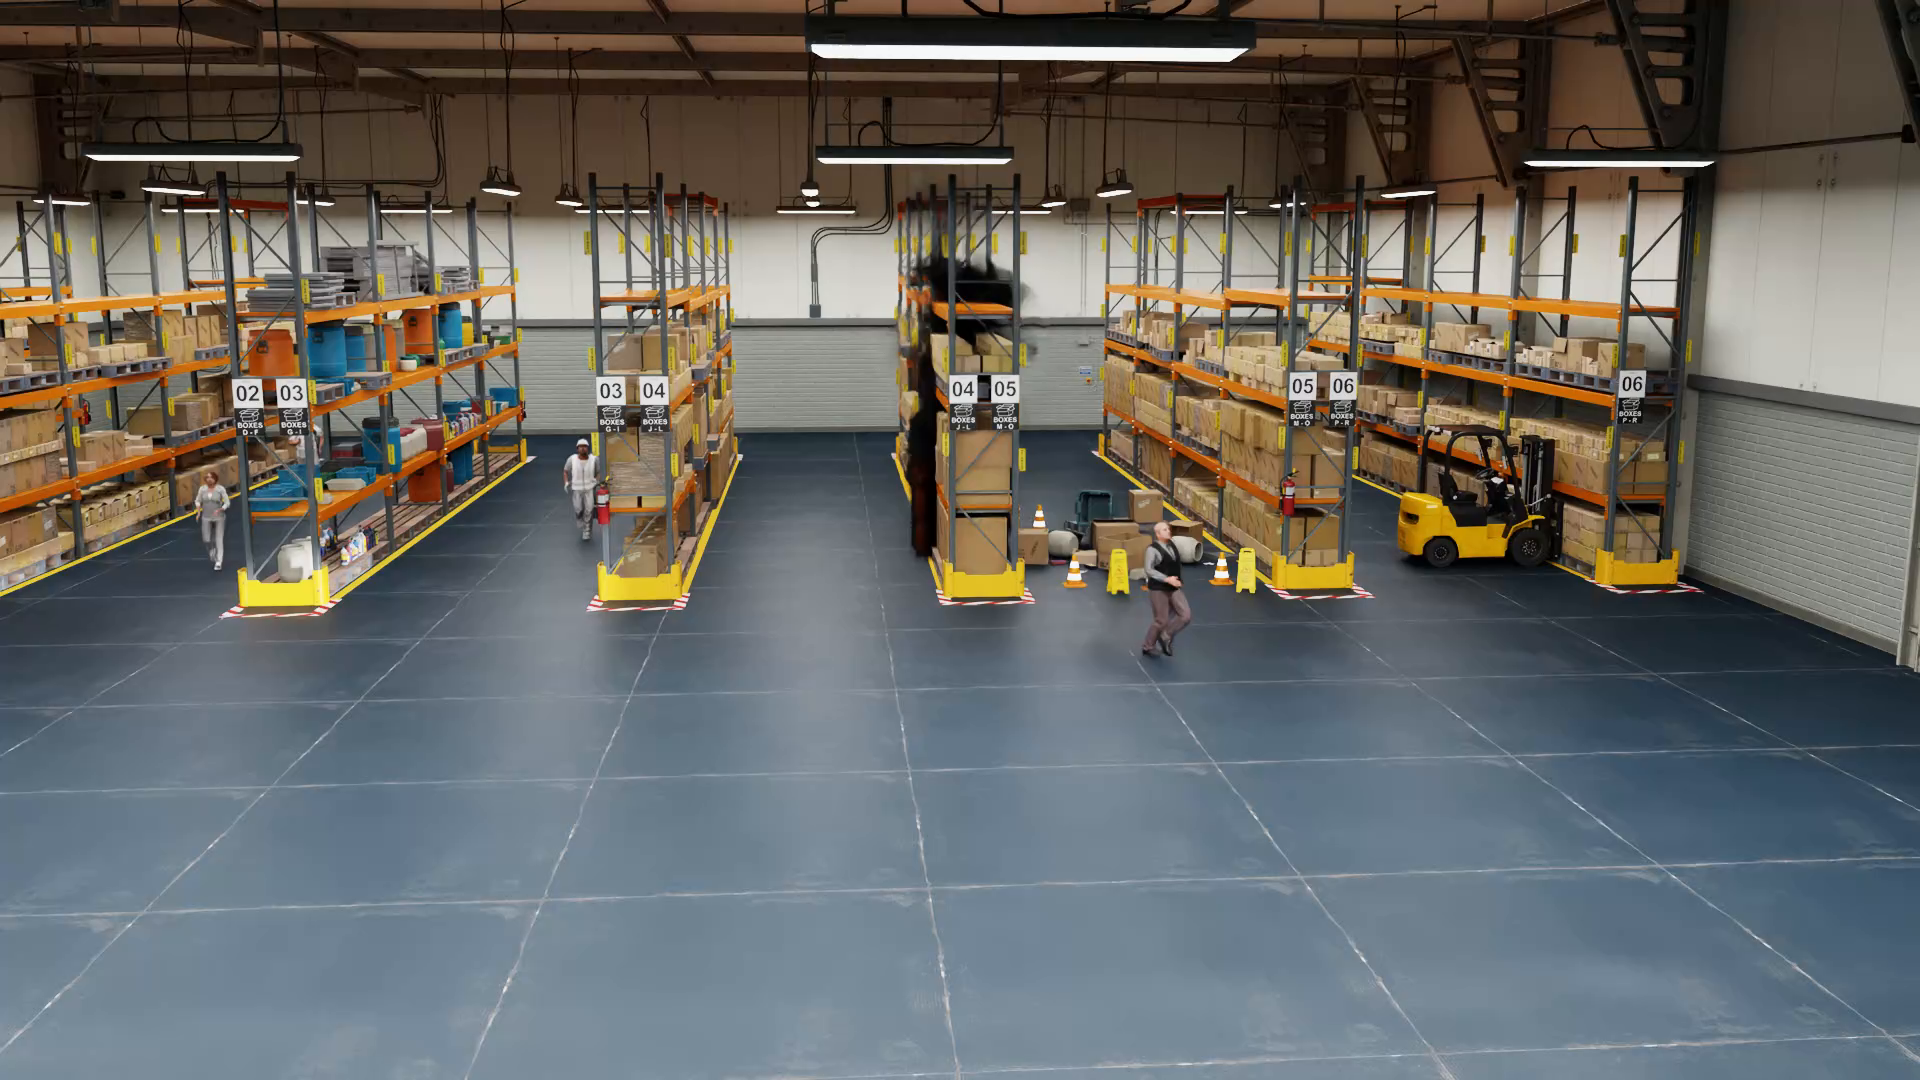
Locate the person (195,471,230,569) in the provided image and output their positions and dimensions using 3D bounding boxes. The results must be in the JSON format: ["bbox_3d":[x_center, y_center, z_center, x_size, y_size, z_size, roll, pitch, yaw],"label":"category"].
[{"bbox_3d":[-11.661,-0.302,25.950,0.534,1.558,0.537,-3,10,-14],"label":"person"}]

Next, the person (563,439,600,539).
[{"bbox_3d":[-6.487,-0.880,28.707,0.686,1.733,0.599,-2,10,-13],"label":"person"}]

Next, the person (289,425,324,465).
[{"bbox_3d":[-12.860,-1.631,32.767,0.647,1.825,0.823,-3,10,-15],"label":"person"}]

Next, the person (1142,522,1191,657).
[{"bbox_3d":[2.516,0.612,20.338,0.662,1.683,0.618,-9,14,-43],"label":"person"}]
